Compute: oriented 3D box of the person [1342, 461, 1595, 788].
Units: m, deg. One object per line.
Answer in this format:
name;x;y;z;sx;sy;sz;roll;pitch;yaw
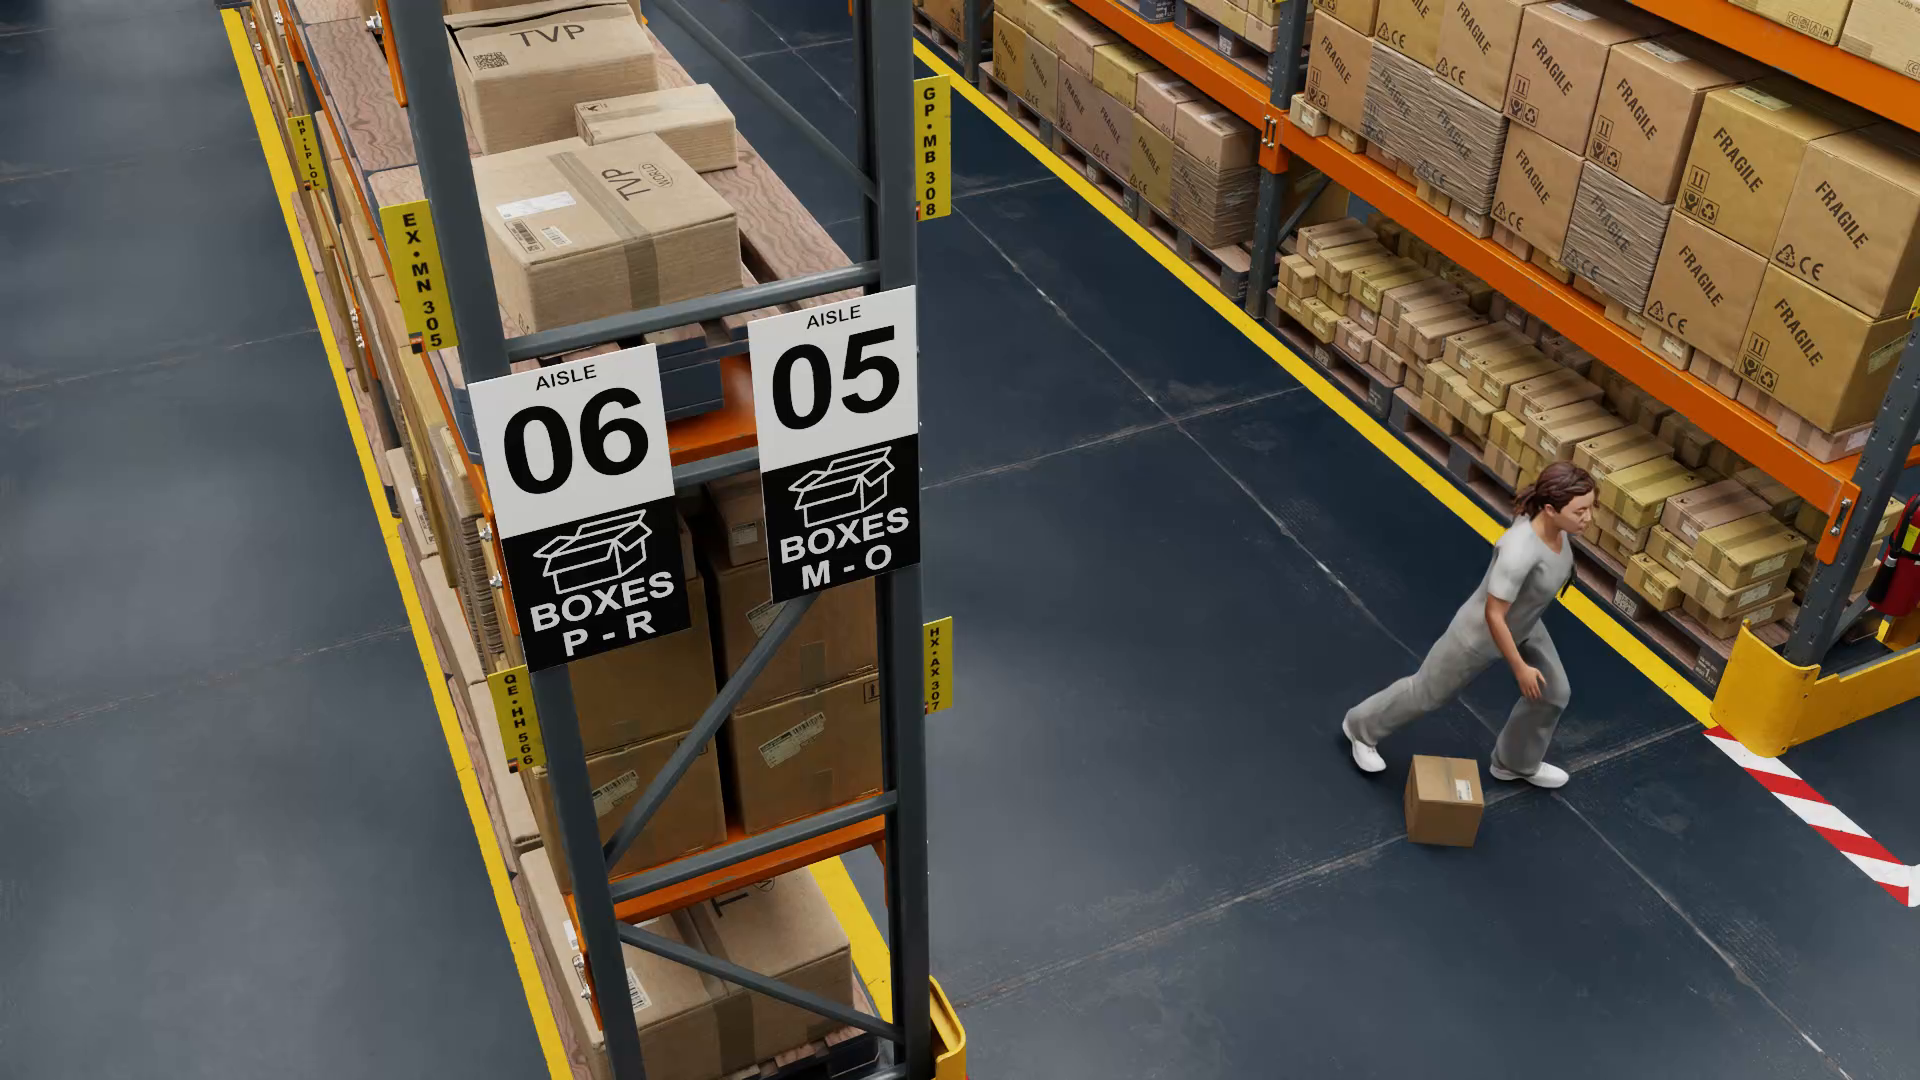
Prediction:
person;2.025;0.316;6.464;0.850;1.604;0.558;30;47;33
